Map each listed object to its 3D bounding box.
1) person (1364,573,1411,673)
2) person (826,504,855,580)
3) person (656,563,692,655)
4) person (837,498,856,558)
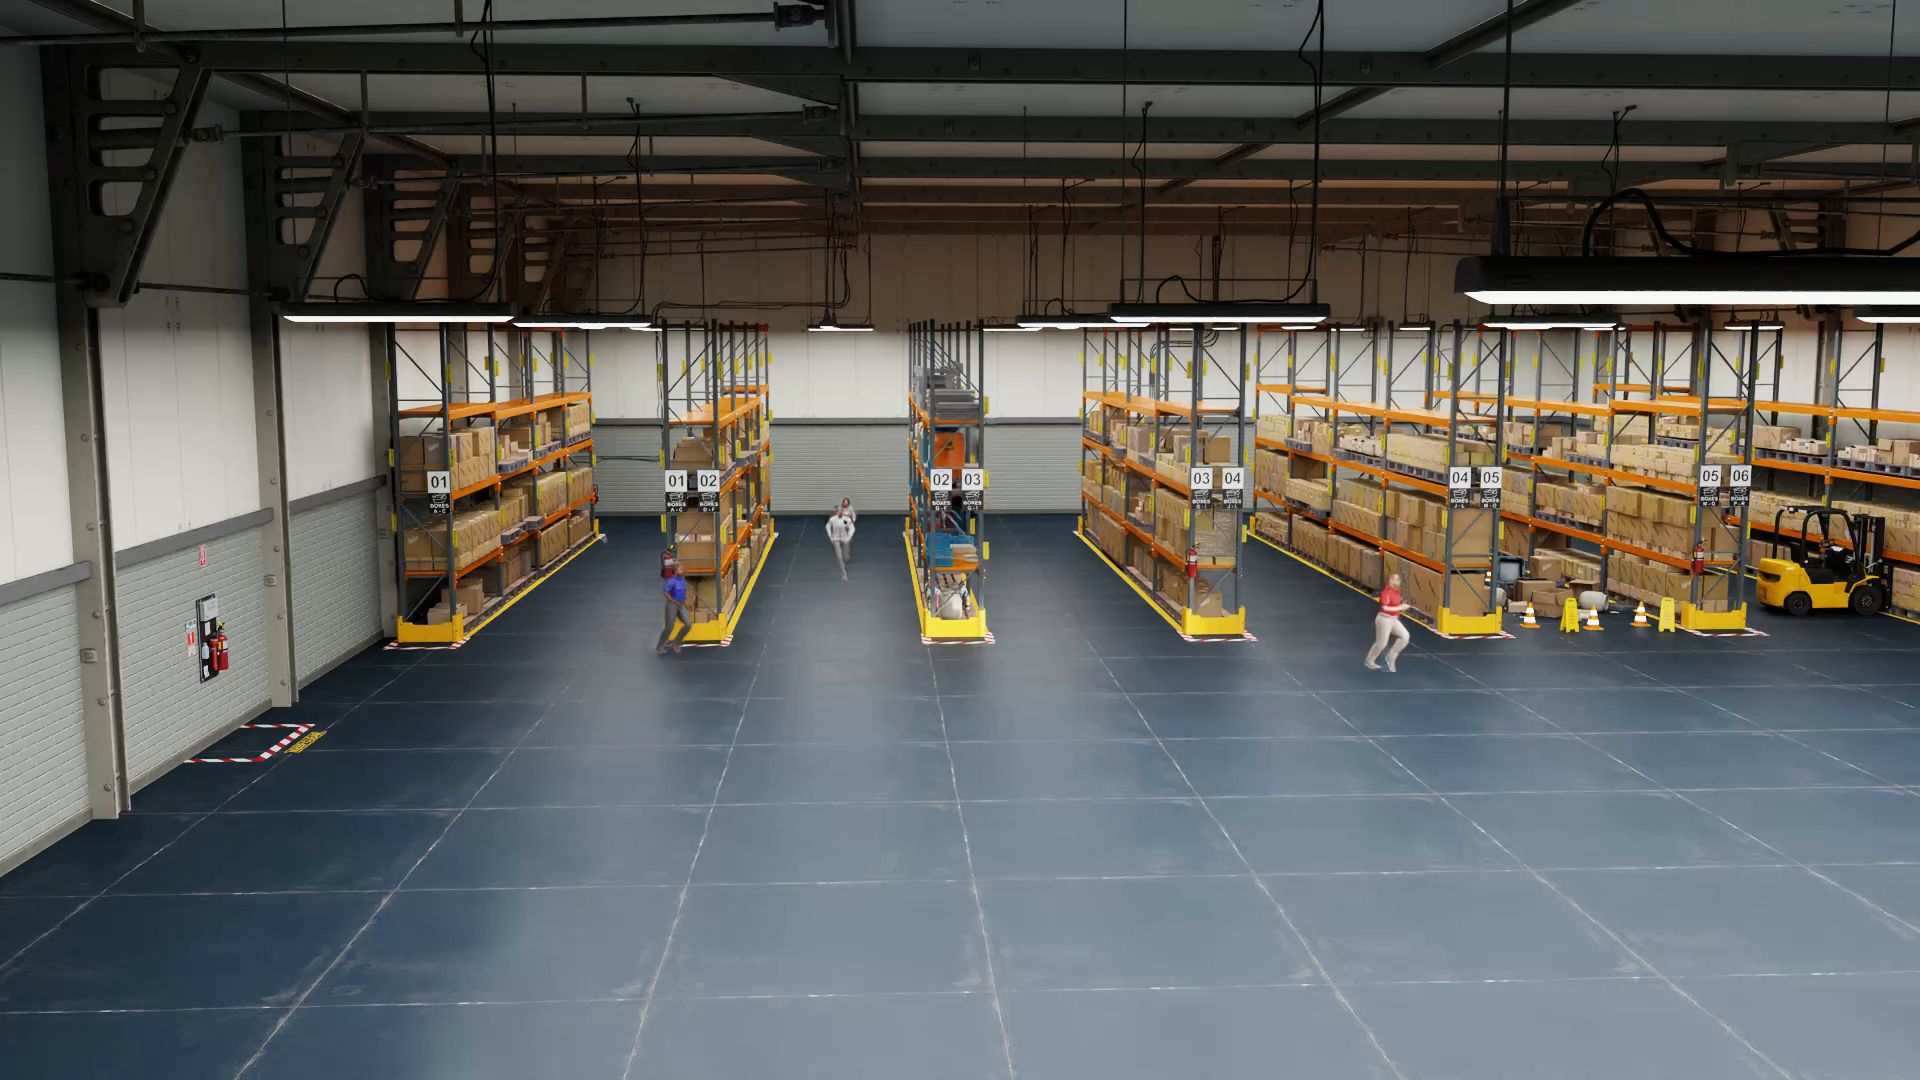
[{"bbox_3d":[7.263,1.404,28.173,0.832,1.724,0.693,6,9,39],"label":"person"},{"bbox_3d":[-2.673,0.026,37.199,0.643,1.685,0.671,-1,7,-6],"label":"person"},{"bbox_3d":[-5.097,1.231,29.948,0.636,1.624,0.632,5,9,34],"label":"person"},{"bbox_3d":[-2.954,-0.325,42.842,0.500,1.554,0.598,-2,7,-12],"label":"person"}]
